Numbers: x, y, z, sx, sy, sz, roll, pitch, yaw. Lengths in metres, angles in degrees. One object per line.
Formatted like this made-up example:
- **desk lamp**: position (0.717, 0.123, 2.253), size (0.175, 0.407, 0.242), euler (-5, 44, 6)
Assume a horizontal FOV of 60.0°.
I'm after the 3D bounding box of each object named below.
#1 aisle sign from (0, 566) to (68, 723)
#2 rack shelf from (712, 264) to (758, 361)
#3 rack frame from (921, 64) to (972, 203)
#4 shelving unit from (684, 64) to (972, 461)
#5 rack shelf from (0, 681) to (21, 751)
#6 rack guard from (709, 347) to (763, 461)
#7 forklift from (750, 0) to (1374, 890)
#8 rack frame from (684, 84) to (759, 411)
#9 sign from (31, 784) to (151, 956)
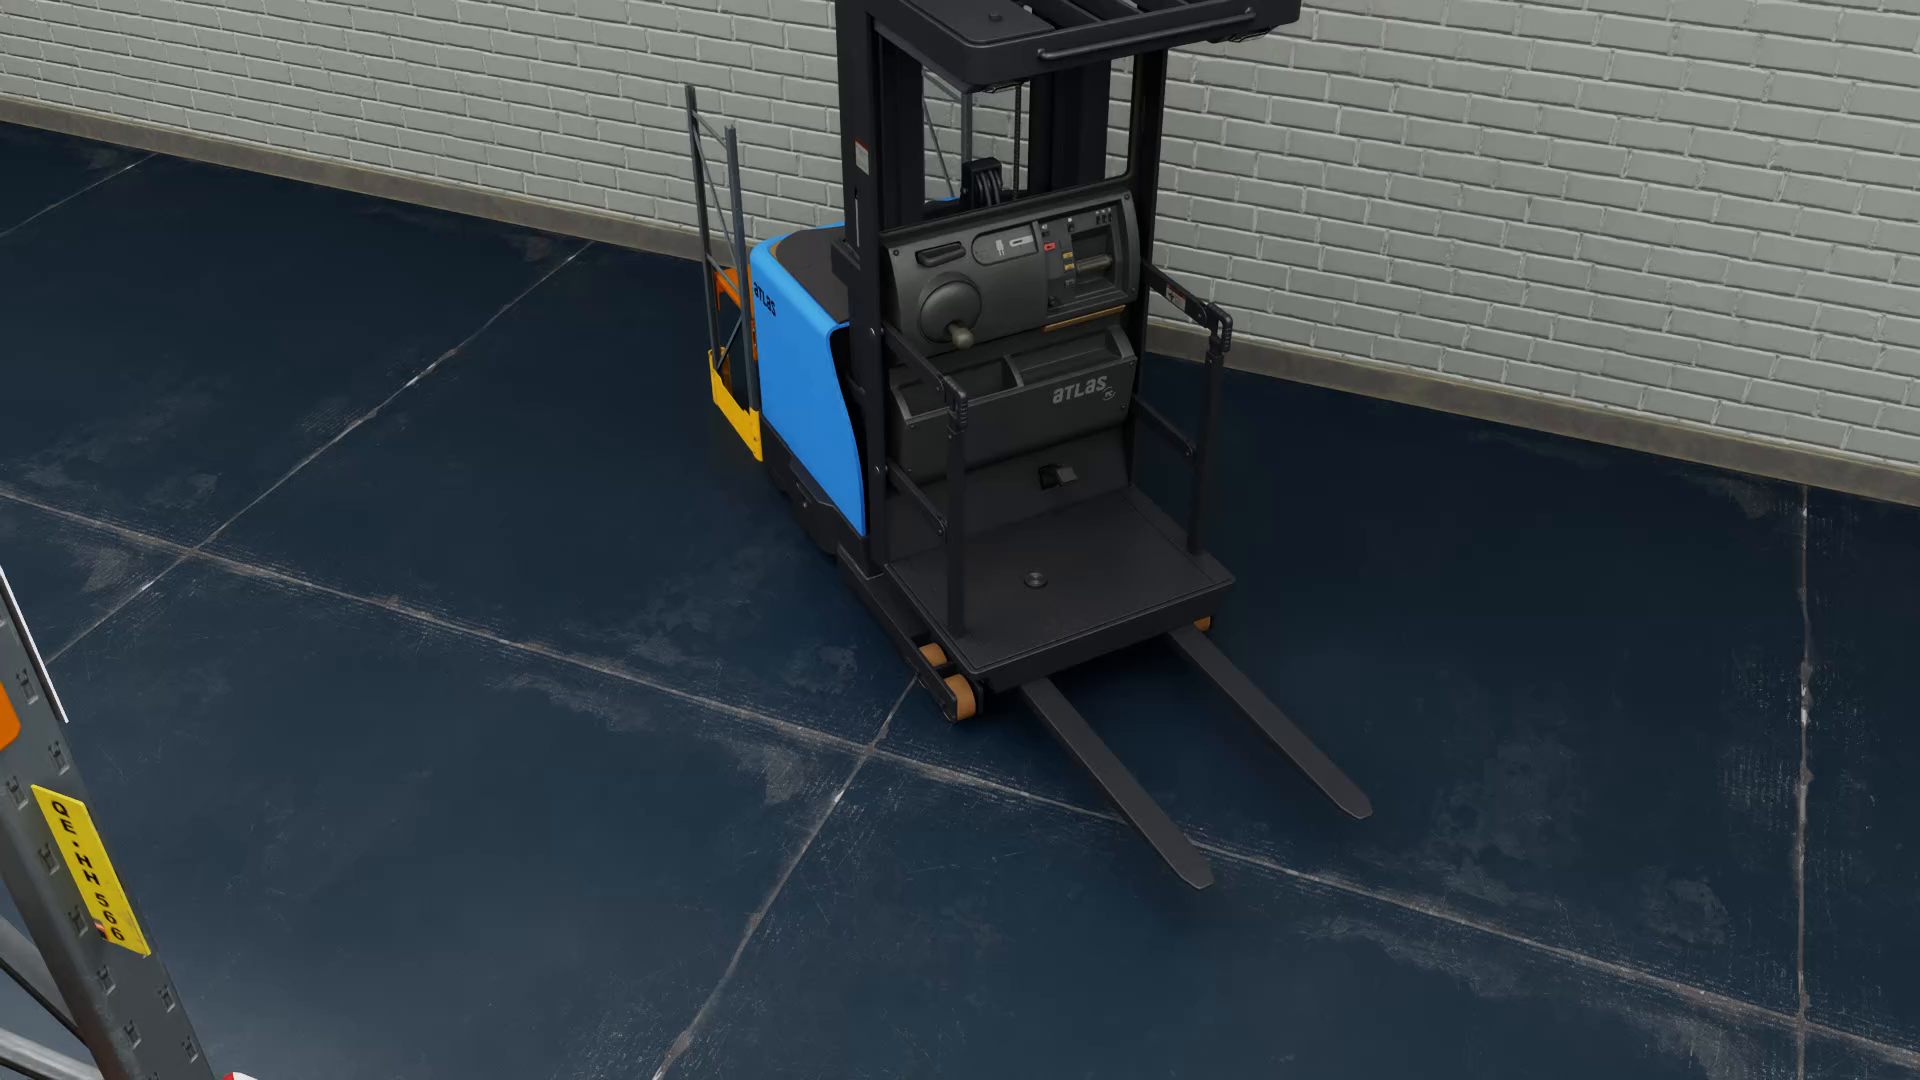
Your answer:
- **aisle sign**: position (-1.461, -0.099, 2.206), size (0.394, 0.787, 0.004), euler (14, 39, 18)
- **rack shelf**: position (-0.531, -1.095, 7.263), size (1.000, 0.185, 0.538), euler (-17, 40, -21)
- **rack frame**: position (-0.078, -1.378, 7.341), size (0.032, 1.500, 0.500), euler (-17, 40, -21)
- **shelving unit**: position (-0.523, -1.242, 7.159), size (1.083, 1.500, 0.587), euler (-17, 40, -21)
- **rack shelf**: position (-2.527, 1.108, 0.858), size (1.077, 0.370, 4.000), euler (14, 39, 18)
- **rack guard**: position (-0.966, -0.605, 7.351), size (0.087, 0.250, 0.587), euler (-17, 40, -21)
- **forklift**: position (0.296, -0.842, 5.428), size (1.130, 2.935, 3.031), euler (-18, 40, -22)
- **rack frame**: position (-0.983, -1.101, 6.970), size (0.032, 1.500, 0.500), euler (-17, 40, -21)
- **sign**: position (-1.269, 0.486, 2.429), size (0.100, 0.325, 0.005), euler (14, 39, 18)
